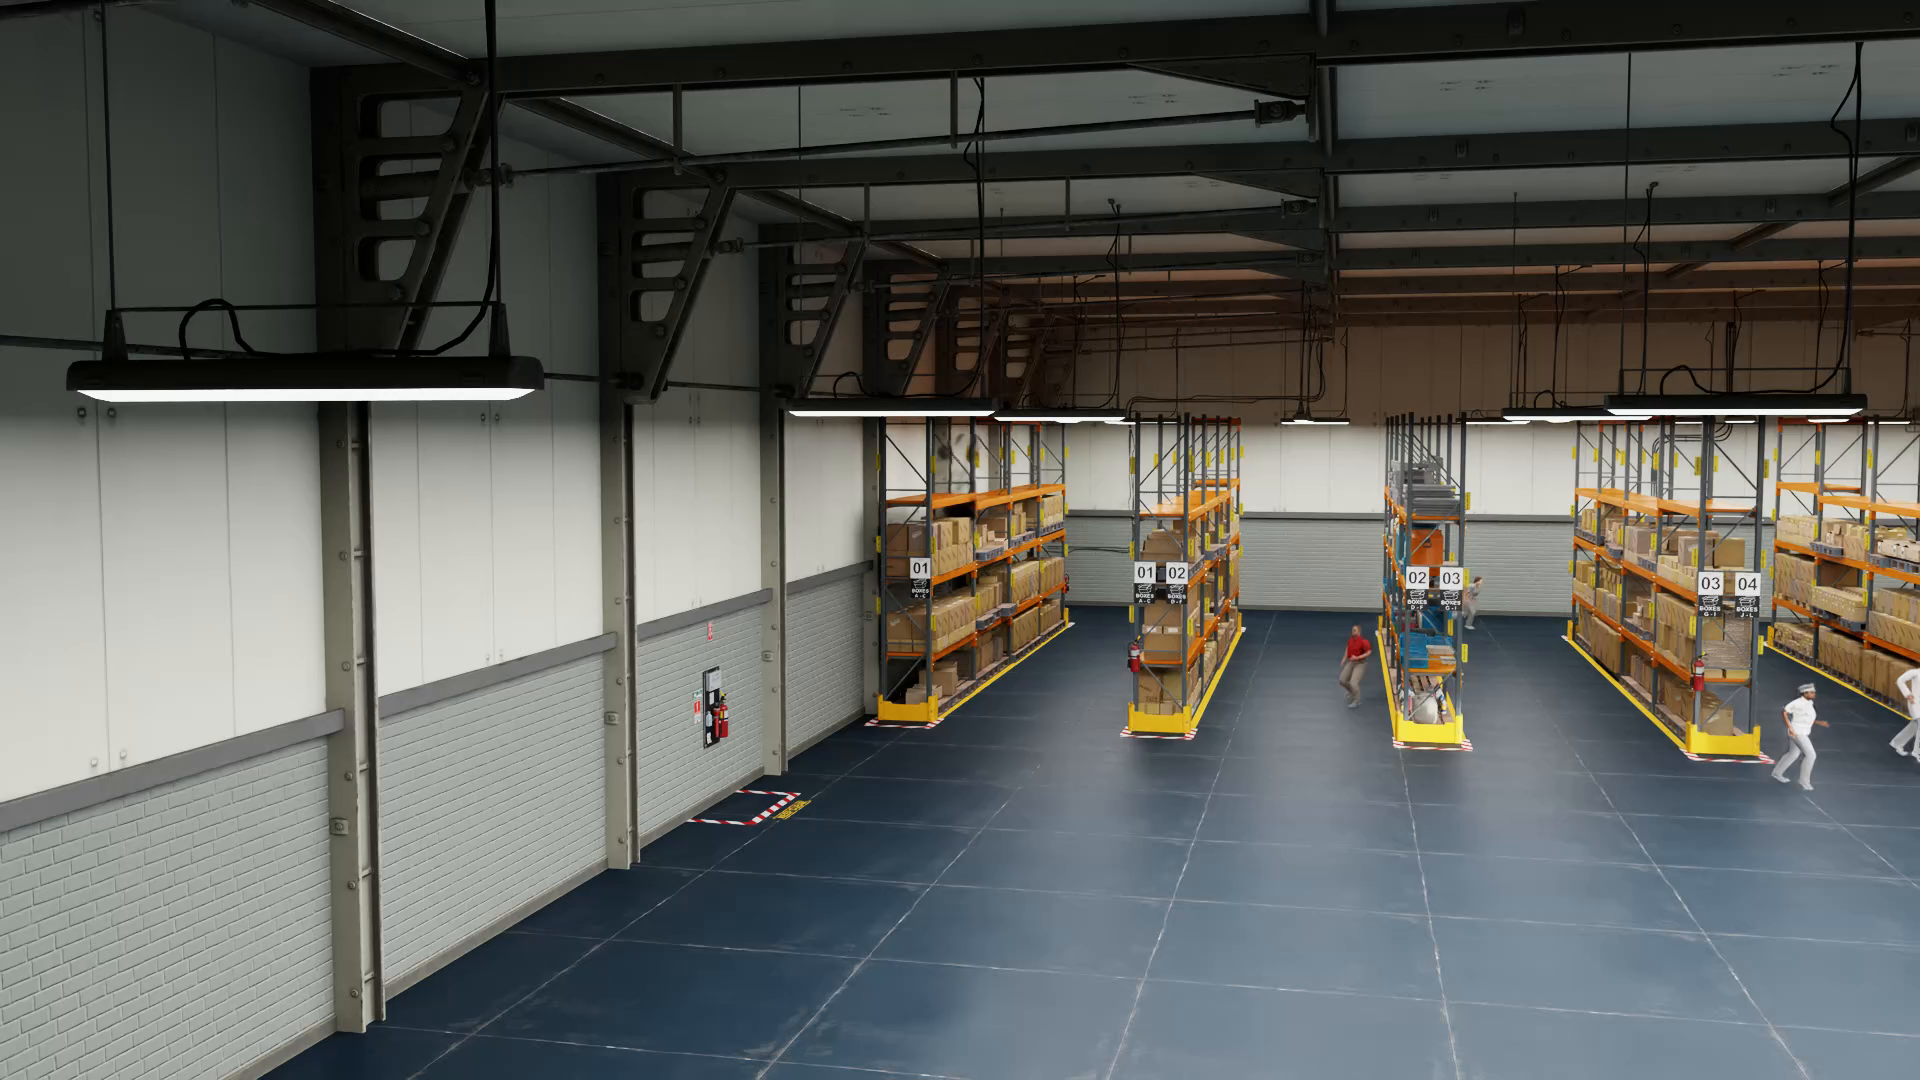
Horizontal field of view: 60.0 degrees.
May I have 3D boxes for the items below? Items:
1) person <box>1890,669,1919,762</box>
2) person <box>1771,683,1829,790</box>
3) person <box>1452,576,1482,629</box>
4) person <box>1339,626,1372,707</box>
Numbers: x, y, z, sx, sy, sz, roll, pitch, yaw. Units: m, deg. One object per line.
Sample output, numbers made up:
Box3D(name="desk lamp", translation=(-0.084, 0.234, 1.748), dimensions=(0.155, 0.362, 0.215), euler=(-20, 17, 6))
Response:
Box3D(name="person", translation=(16.547, 2.896, 28.713), dimensions=(0.697, 1.830, 0.845), euler=(-2, 4, -22))
Box3D(name="person", translation=(13.344, 3.120, 26.440), dimensions=(0.846, 1.739, 0.506), euler=(3, 5, 42))
Box3D(name="person", translation=(14.428, 1.776, 47.446), dimensions=(0.928, 1.526, 0.573), euler=(3, 5, 33))
Box3D(name="person", translation=(8.144, 2.597, 34.190), dimensions=(0.537, 1.696, 0.785), euler=(-3, 5, -39))
